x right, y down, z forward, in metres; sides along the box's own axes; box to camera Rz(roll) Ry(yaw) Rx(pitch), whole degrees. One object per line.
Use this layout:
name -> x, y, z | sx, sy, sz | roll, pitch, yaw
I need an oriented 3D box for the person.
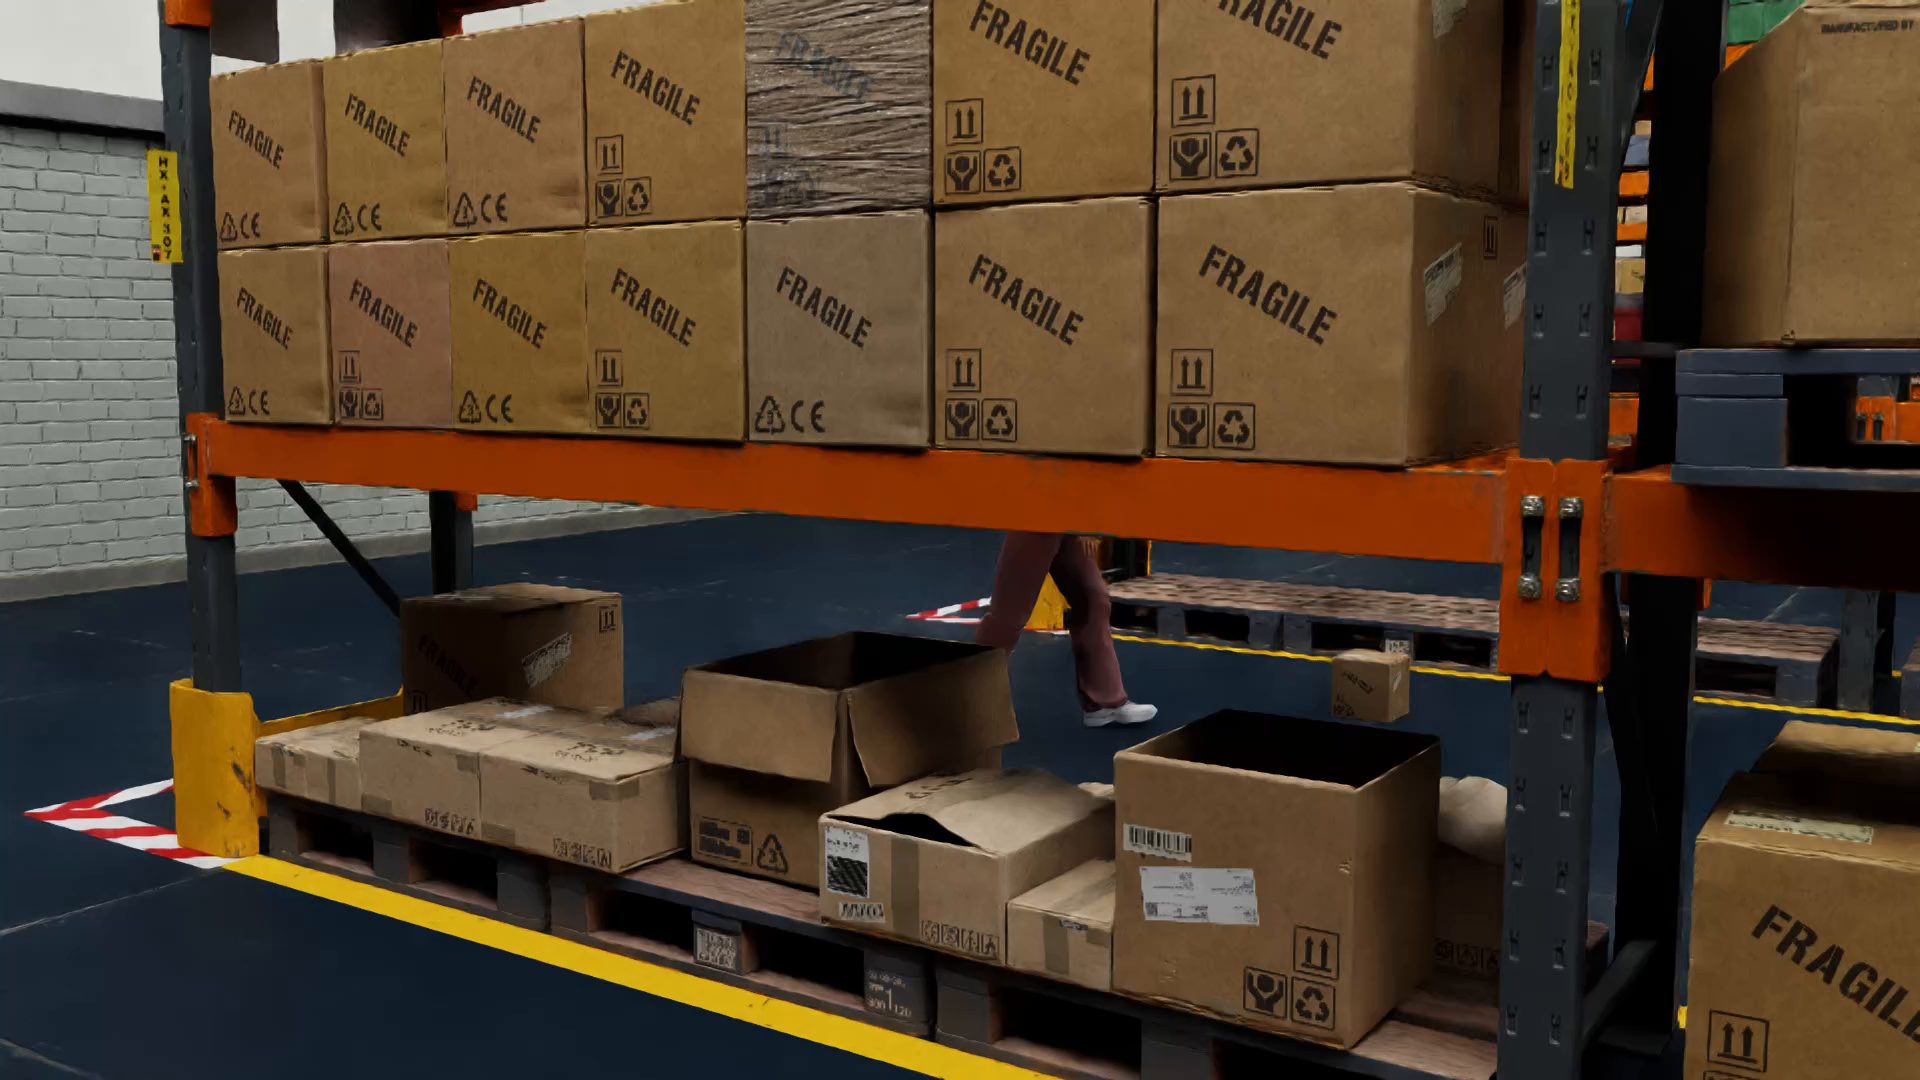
person -> 0.369, -0.052, 6.536 | 0.798, 1.631, 0.526 | 1, 6, 10
